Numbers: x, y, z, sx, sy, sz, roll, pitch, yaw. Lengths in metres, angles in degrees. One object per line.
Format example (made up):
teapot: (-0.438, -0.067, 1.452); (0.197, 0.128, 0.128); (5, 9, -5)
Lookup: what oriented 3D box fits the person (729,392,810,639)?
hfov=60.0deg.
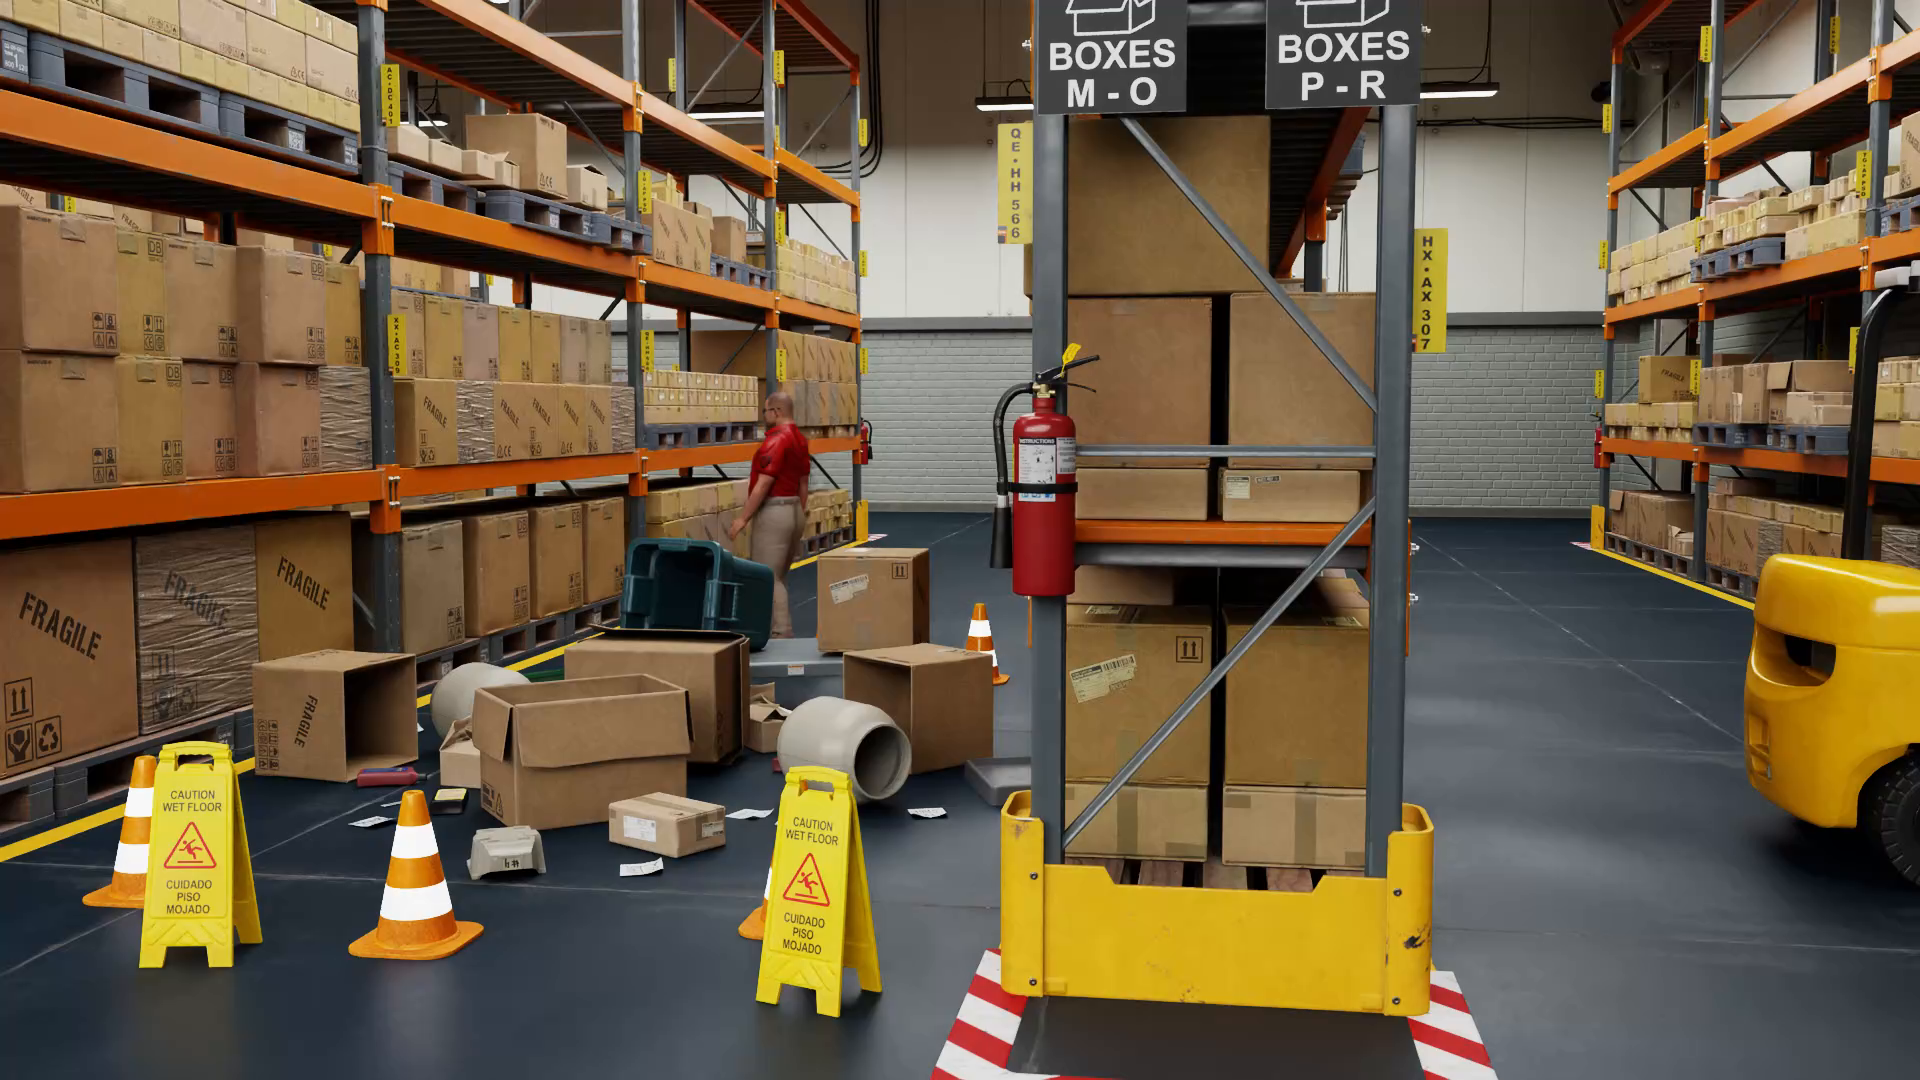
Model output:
person: (-1.277, -0.088, 10.888); (0.492, 1.758, 0.579); (1, 5, 16)
